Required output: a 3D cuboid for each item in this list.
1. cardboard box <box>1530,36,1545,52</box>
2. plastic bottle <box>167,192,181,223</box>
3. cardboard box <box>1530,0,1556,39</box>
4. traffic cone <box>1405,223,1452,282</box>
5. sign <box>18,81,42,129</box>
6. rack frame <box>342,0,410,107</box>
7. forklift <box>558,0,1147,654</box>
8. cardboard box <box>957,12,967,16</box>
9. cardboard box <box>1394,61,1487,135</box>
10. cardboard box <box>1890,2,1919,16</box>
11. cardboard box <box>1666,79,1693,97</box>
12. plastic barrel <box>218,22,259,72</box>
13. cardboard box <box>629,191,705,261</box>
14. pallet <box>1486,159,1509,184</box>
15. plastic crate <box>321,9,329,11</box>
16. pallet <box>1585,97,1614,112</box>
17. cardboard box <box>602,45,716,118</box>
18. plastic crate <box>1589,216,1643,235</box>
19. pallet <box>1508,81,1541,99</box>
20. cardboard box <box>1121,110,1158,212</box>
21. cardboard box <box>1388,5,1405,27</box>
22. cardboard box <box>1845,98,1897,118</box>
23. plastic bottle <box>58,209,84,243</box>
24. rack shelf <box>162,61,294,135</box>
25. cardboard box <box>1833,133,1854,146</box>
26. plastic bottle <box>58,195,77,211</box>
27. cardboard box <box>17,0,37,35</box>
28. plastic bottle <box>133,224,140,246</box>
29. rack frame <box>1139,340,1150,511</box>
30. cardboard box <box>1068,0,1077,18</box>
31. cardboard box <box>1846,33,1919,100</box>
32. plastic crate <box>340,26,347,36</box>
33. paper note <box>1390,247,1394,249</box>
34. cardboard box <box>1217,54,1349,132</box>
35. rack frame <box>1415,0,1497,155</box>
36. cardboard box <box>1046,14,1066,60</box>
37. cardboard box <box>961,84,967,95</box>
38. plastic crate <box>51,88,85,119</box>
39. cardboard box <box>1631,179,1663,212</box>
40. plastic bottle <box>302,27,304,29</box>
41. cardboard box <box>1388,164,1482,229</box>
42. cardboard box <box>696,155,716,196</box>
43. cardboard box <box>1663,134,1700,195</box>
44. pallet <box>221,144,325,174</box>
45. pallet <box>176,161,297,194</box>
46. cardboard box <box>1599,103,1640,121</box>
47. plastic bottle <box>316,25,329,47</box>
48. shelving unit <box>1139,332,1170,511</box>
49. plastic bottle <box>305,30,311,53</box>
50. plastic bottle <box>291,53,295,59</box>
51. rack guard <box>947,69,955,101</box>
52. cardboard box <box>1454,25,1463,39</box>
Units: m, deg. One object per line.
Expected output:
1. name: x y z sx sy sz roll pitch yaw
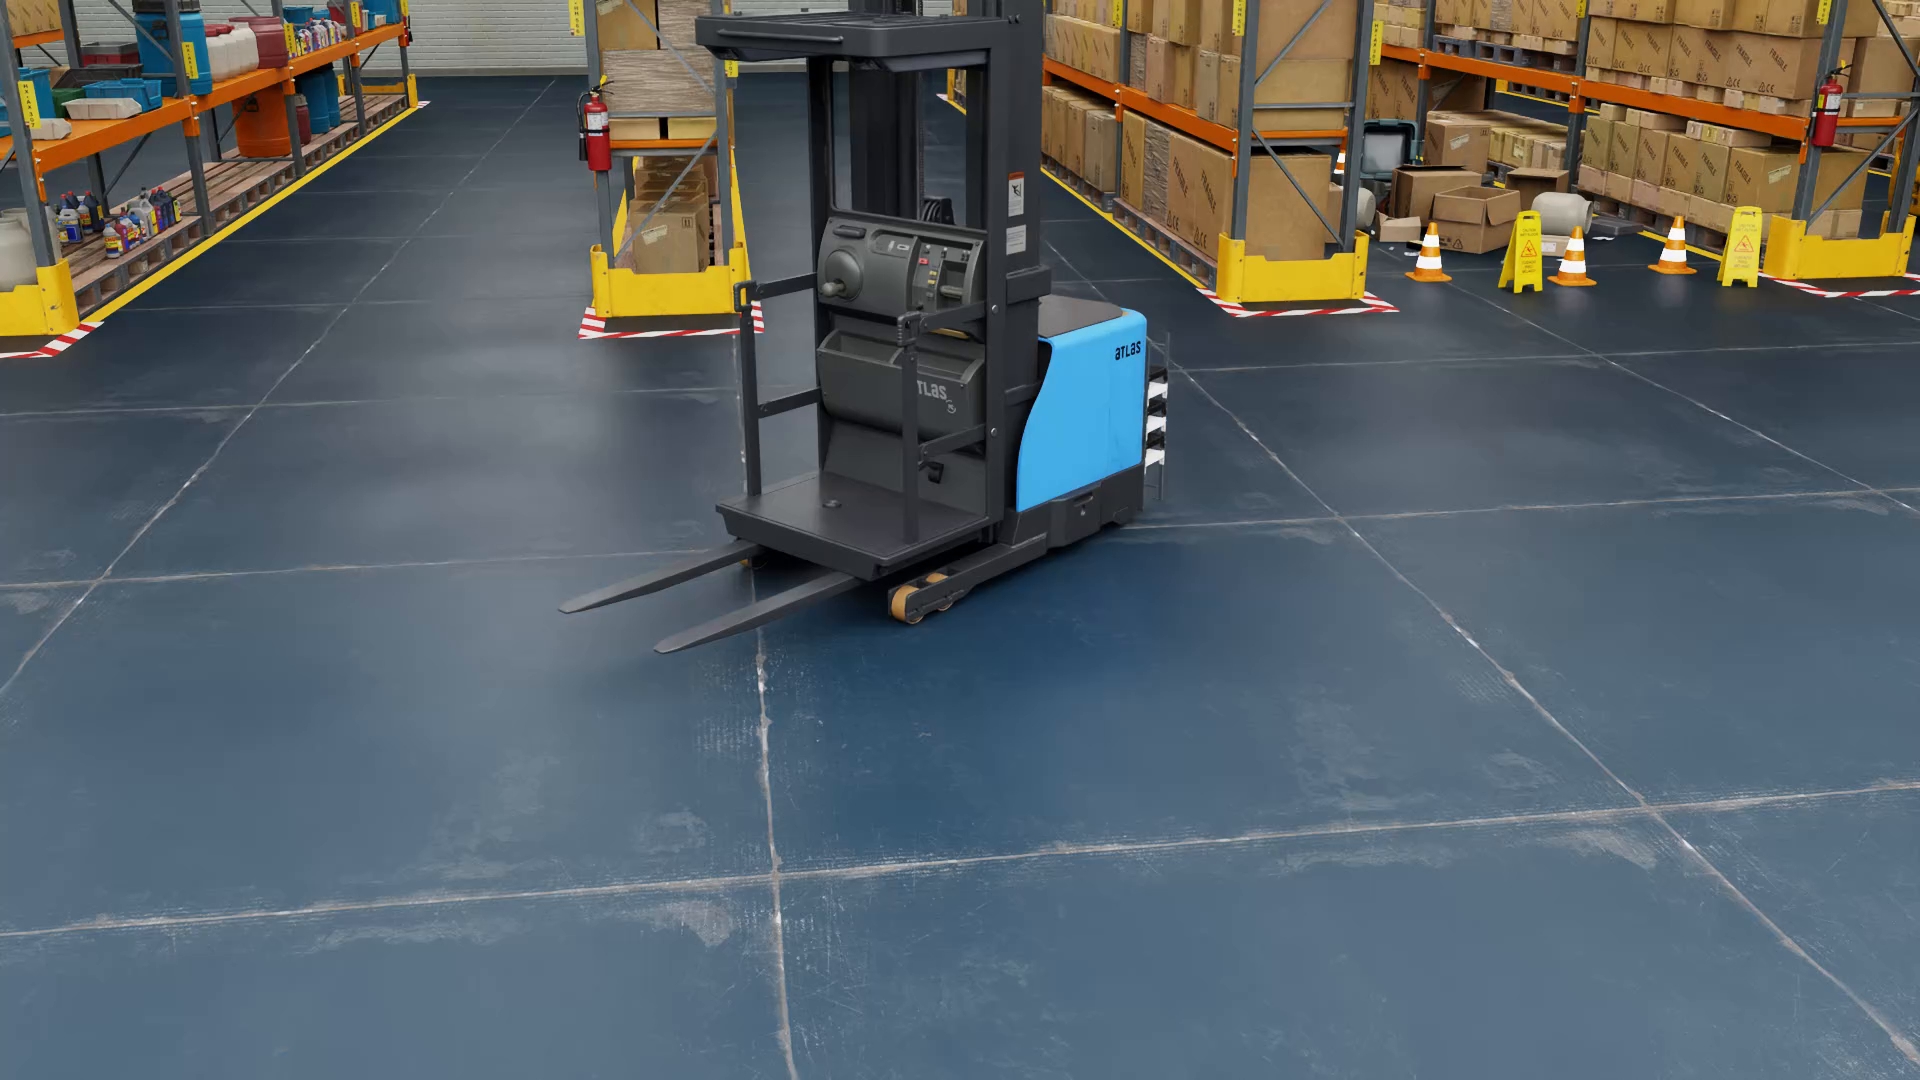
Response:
1. cardboard box: 6.544 -5.488 18.382 0.380 0.149 0.250 -3 21 -9
2. plastic bottle: -7.327 -3.099 15.481 0.061 0.283 0.133 -2 21 -5
3. cardboard box: 6.618 -5.768 18.205 0.500 0.500 0.500 -3 21 -7
4. traffic cone: 4.006 -2.463 14.149 0.336 0.463 0.334 -3 21 -8
5. sign: -6.601 -3.087 11.798 0.100 0.325 0.005 -3 21 -8
6. rack frame: -9.453 -8.470 26.608 1.000 3.000 0.127 -3 21 -8
7. forklift: -0.412 -1.206 7.256 1.130 2.935 3.031 17 26 38
8. cardboard box: 0.157 -8.507 27.065 0.380 0.149 0.250 -4 21 -9
9. cardboard box: 6.391 -5.895 22.149 0.875 0.875 0.875 -3 21 -8
10. cardboard box: 11.299 -6.304 19.736 0.380 0.149 0.250 -3 21 -9
11. cardboard box: 6.952 -4.293 15.783 0.380 0.149 0.250 -3 21 -8
12. plastic barrel: -7.940 -5.408 18.248 0.421 0.512 0.421 0 20 0
13. cardboard box: -2.439 -2.629 13.939 0.500 0.500 0.500 2 21 6
14. pallet: 6.692 -4.452 19.834 1.003 0.211 1.213 -3 21 -8
15. plastic crate: -9.648 -8.090 25.743 0.416 0.233 0.300 -3 21 -8
16. pallet: 10.645 -7.018 26.706 1.003 0.211 1.213 -3 21 -8
17. cardboard box: -2.297 -3.559 12.889 0.875 0.500 0.500 -3 21 -8
18. plastic crate: 6.400 -3.113 16.436 0.402 0.080 0.583 -11 23 -26
19. pallet: 10.293 -7.863 28.967 1.003 0.211 1.213 -3 21 -8
20. cardboard box: 2.122 -3.761 16.435 0.875 0.875 0.875 -3 21 -7
21. cardboard box: 6.009 -6.946 22.027 0.500 0.250 0.500 -3 21 -9
22. cardboard box: 7.717 -3.691 14.170 0.380 0.149 0.250 -3 21 -8
23. plastic bottle: -7.786 -2.749 14.553 0.152 0.276 0.135 -3 21 -8
24. rack shelf: -8.011 -4.671 17.464 1.077 0.370 4.000 -3 21 -8
25. cardboard box: 11.498 -5.344 21.030 0.875 0.625 0.625 -2 21 -6
26. plastic bottle: -7.990 -2.915 14.891 0.144 0.351 0.185 -4 21 -10
27. cardboard box: -13.804 -7.600 24.136 0.500 0.500 0.500 -3 21 -9
28. plastic bottle: -7.177 -2.657 14.414 0.097 0.201 0.097 0 20 0
29. rack frame: 0.851 -0.598 8.531 0.240 0.900 0.006 14 24 32
30. cardboard box: 1.654 -6.350 19.358 0.700 0.500 0.500 -3 21 -9
31. cardboard box: 7.768 -4.045 14.190 0.500 0.500 0.500 -3 21 -9
32. plastic crate: -8.802 -7.158 23.386 0.396 0.136 0.243 -3 21 -8
33. paper note: 4.015 -2.714 15.469 0.032 0.001 0.123 8 22 20
34. cardboard box: 2.579 -3.592 13.332 0.875 0.550 0.550 -3 21 -8
35. rack frame: 6.408 -6.450 21.199 1.000 3.000 0.127 -3 21 -8
36. cardboard box: 1.322 -6.043 19.967 0.500 0.500 0.500 -3 21 -7
37. cardboard box: 0.220 -7.333 27.037 0.380 0.149 0.250 -3 21 -7
38. plastic crate: -7.807 -3.732 14.224 0.450 0.188 0.662 -3 21 -8
39. cardboard box: 6.970 -3.388 16.330 0.500 0.250 0.500 -3 21 -8
40. plastic bottle: -8.442 -6.464 21.421 0.097 0.271 0.097 0 20 0
41. cardboard box: 4.660 -3.378 16.348 0.797 0.637 0.503 -3 21 -8
42. cardboard box: -2.889 -3.814 17.085 0.700 0.500 0.500 -5 21 -12
43. cardboard box: 7.043 -3.560 15.719 0.500 0.500 0.500 -3 21 -9
44. pallet: -8.454 -4.665 20.405 1.003 0.211 1.213 -3 21 -8
45. pallet: -8.226 -4.124 18.956 1.003 0.211 1.213 -3 21 -8
46. cardboard box: 6.761 -4.365 16.947 0.380 0.149 0.250 -3 21 -7
47. plastic bottle: -8.374 -6.606 21.794 0.152 0.276 0.135 -3 21 -8
48. shelving unit: 0.909 -0.627 8.609 0.258 0.900 0.210 14 24 32
49. plastic bottle: -8.198 -6.248 20.841 0.097 0.271 0.097 0 20 0
50. plastic bottle: -8.044 -5.928 19.968 0.061 0.283 0.133 -3 21 -8
51. rack guard: 0.382 -7.738 28.220 1.175 0.500 0.348 -3 21 -8
52. cardboard box: 6.272 -6.211 20.317 0.380 0.149 0.250 -4 21 -11
